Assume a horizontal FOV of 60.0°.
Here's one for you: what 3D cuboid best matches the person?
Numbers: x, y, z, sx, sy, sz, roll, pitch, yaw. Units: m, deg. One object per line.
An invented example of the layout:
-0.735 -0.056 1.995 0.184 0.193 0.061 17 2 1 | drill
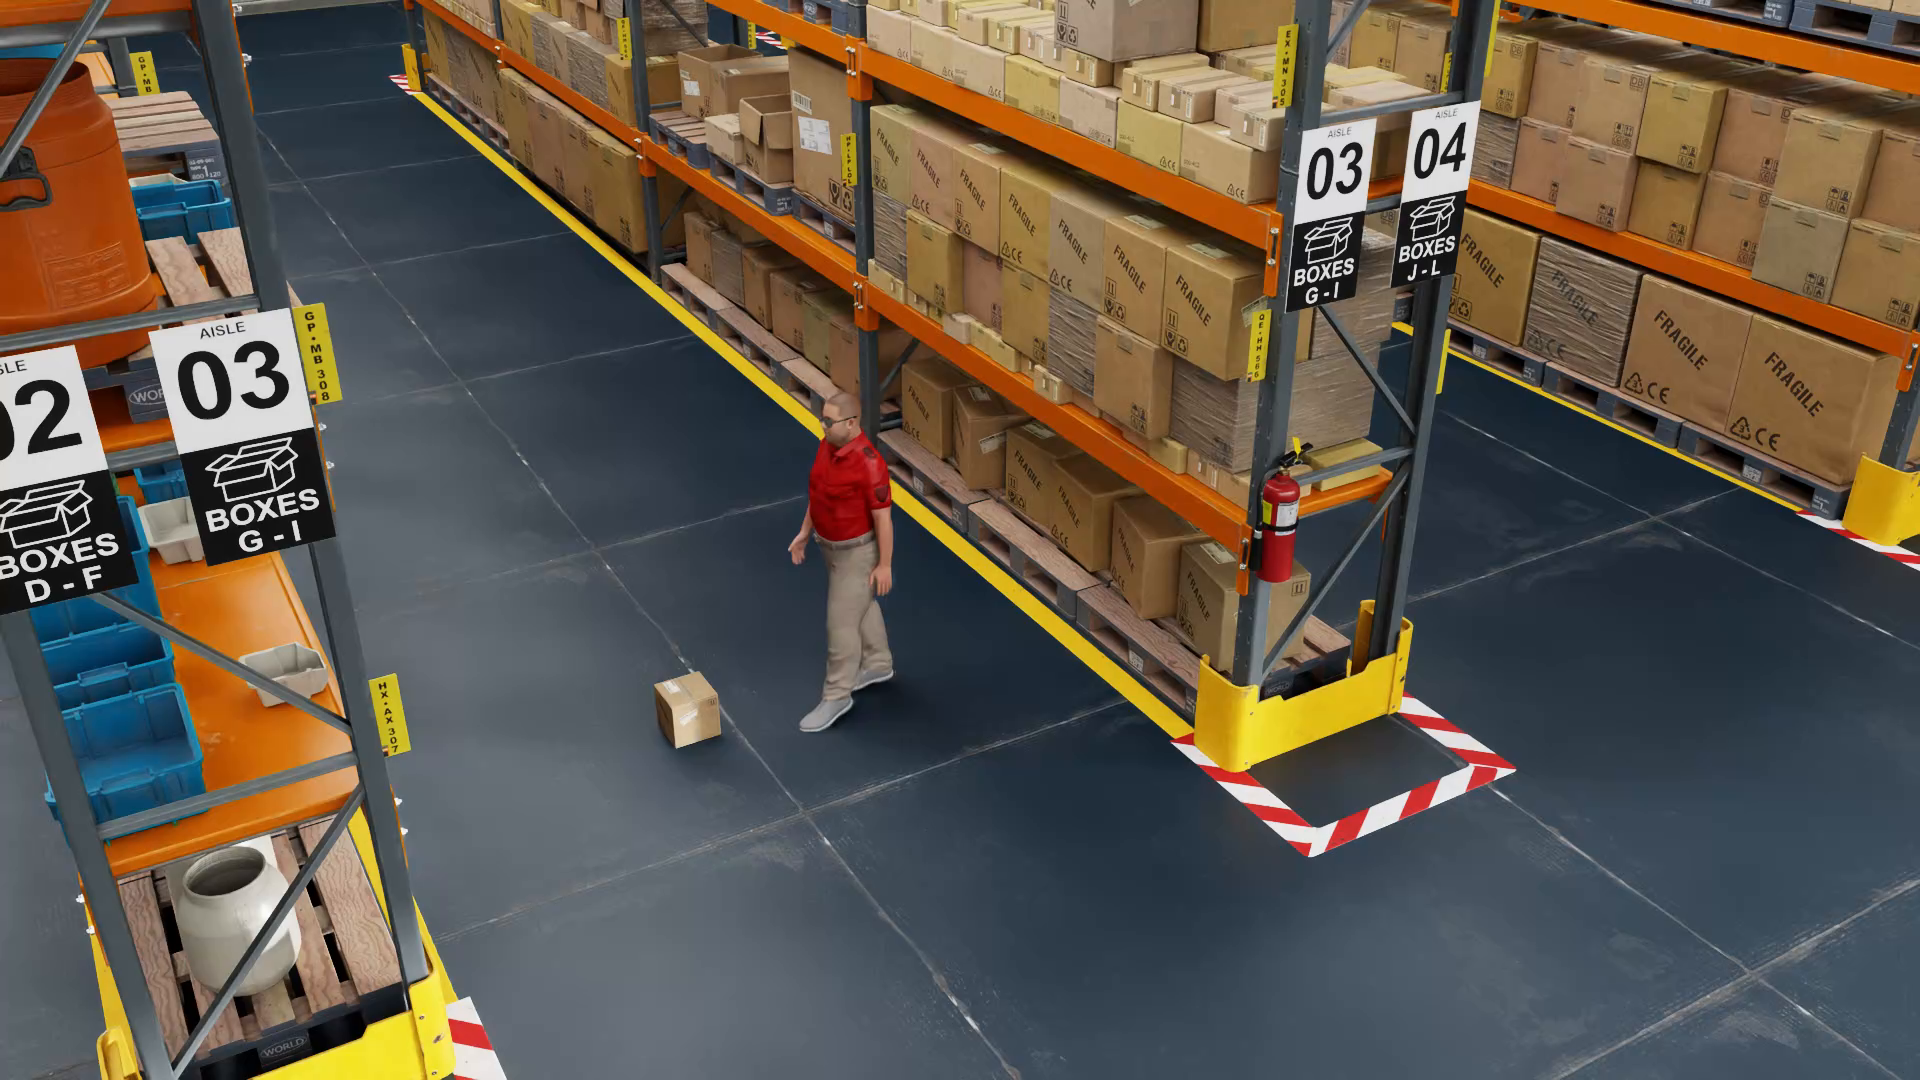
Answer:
-0.631 0.080 8.437 0.629 1.753 0.551 -14 32 -23 | person
